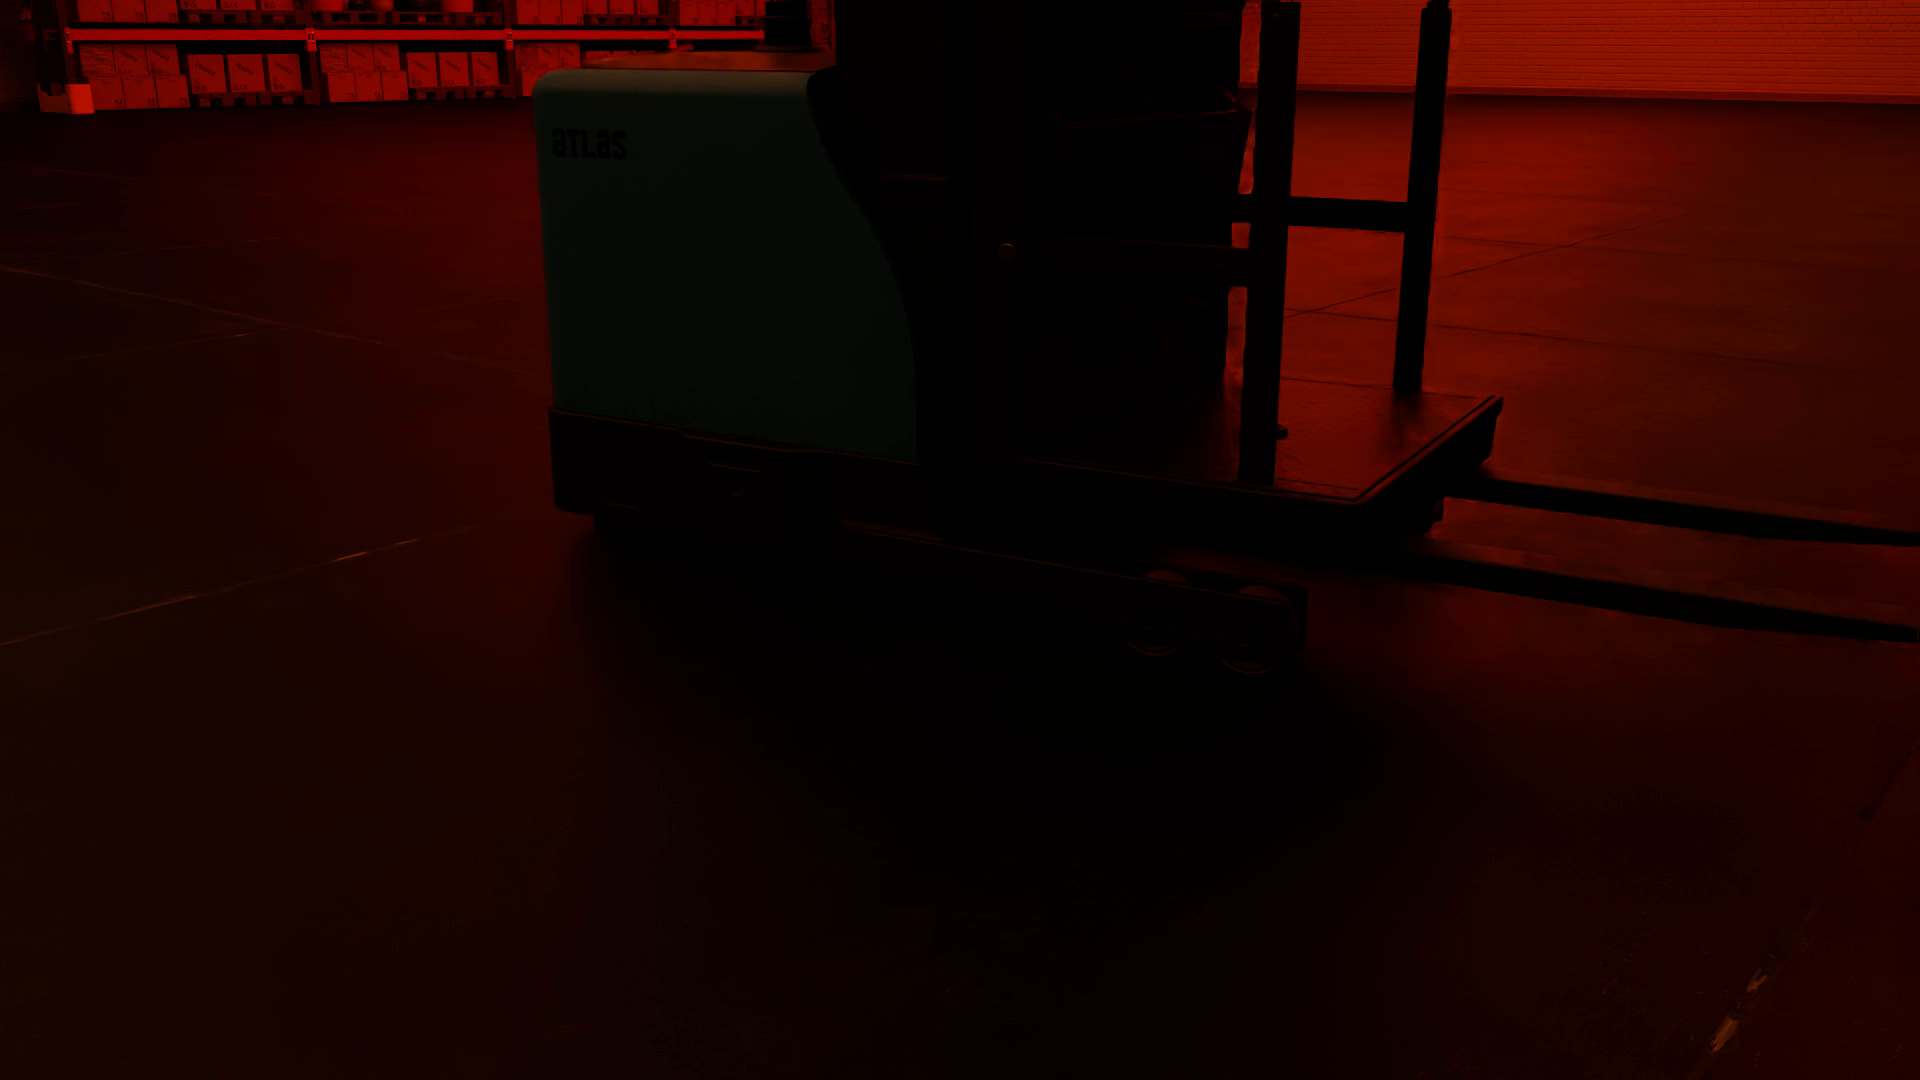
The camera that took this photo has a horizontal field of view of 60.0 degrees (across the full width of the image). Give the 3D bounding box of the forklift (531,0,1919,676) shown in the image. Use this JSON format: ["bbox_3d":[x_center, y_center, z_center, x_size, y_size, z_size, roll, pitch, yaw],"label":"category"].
[{"bbox_3d":[0.561,-1.325,3.261,3.031,2.935,1.130,10,19,29],"label":"forklift"}]
